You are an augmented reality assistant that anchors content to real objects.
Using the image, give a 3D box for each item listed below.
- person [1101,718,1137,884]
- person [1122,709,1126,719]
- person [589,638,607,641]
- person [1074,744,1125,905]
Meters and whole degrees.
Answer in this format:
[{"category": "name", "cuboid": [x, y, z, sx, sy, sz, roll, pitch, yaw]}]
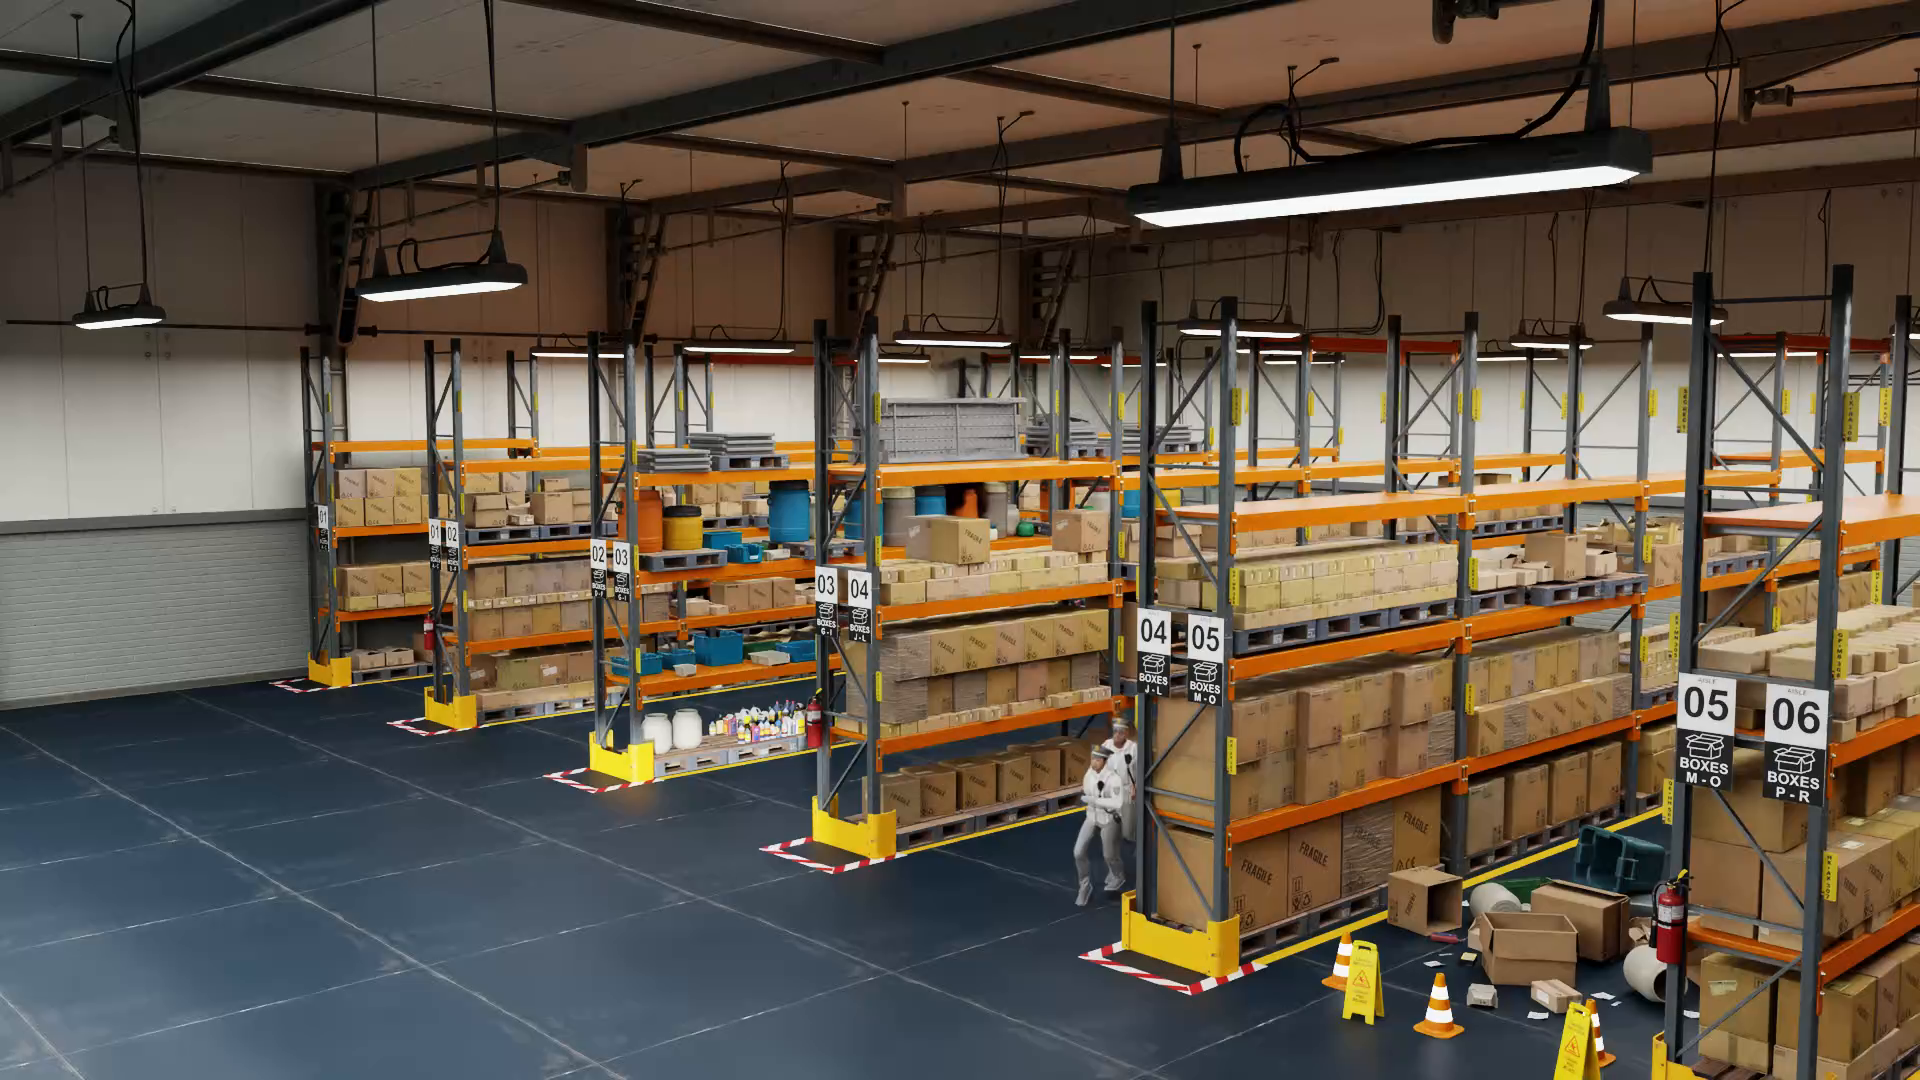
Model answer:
[{"category": "person", "cuboid": [1.760, 2.738, 17.843, 0.644, 1.758, 0.841, 2, 6, 26]}, {"category": "person", "cuboid": [2.539, 1.840, 25.134, 0.880, 1.765, 0.711, -5, 7, -44]}, {"category": "person", "cuboid": [-6.667, 1.710, 30.330, 0.734, 1.577, 0.836, 2, 5, 22]}, {"category": "person", "cuboid": [1.478, 2.887, 16.862, 0.605, 1.735, 0.779, 4, 7, 41]}]
